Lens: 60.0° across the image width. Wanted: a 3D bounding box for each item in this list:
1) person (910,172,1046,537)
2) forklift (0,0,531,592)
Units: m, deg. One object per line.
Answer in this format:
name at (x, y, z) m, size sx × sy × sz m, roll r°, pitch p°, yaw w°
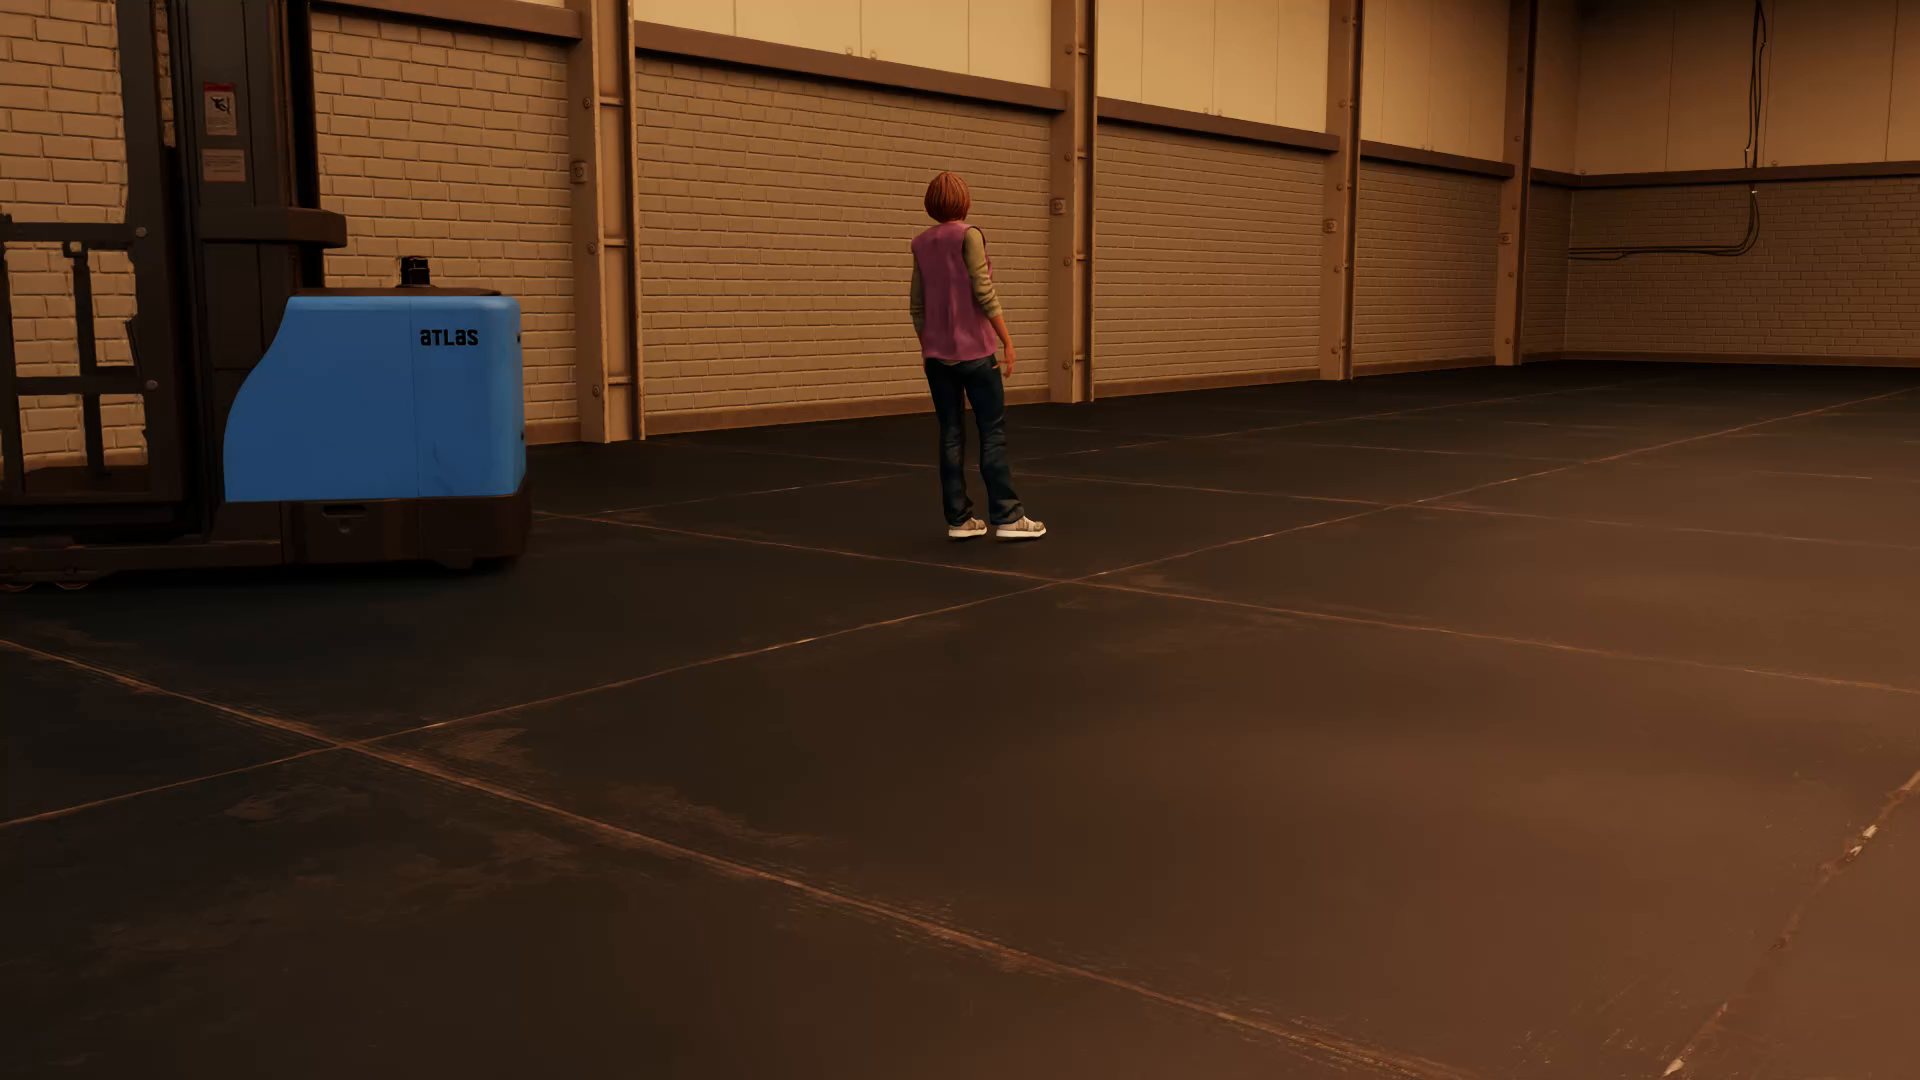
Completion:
person at (0.058, -0.804, 7.337) m, size 0.521 × 1.599 × 0.473 m, roll 7°, pitch 11°, yaw 38°
forklift at (-3.297, -1.342, 6.456) m, size 3.031 × 2.935 × 1.130 m, roll -2°, pitch 9°, yaw -12°
